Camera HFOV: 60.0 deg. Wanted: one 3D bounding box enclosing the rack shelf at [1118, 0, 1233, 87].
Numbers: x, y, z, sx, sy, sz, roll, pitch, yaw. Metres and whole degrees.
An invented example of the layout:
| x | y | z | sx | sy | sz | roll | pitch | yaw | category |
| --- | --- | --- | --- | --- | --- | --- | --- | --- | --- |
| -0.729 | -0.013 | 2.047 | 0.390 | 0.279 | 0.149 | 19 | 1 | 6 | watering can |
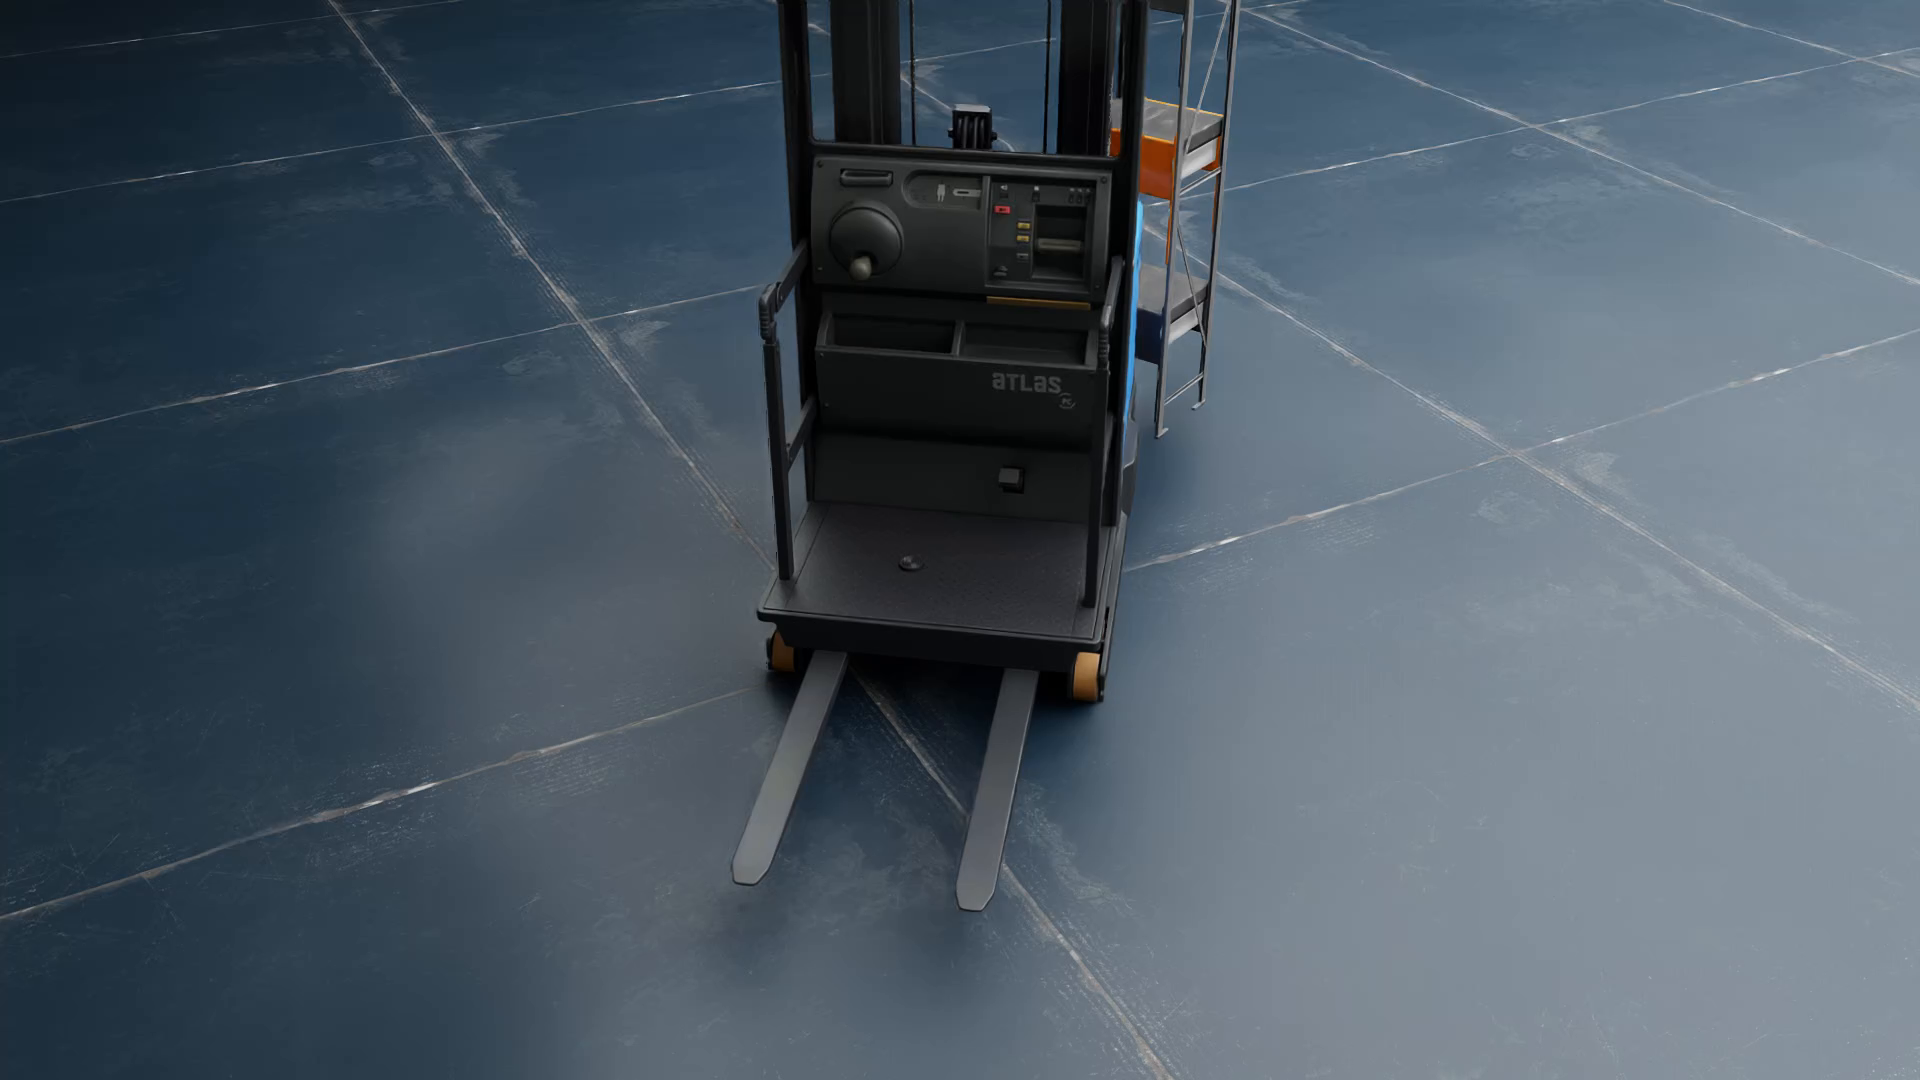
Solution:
| x | y | z | sx | sy | sz | roll | pitch | yaw | category |
| --- | --- | --- | --- | --- | --- | --- | --- | --- | --- |
| 0.736 | -2.048 | 6.227 | 0.480 | 0.518 | 0.431 | 22 | 38 | 30 | rack shelf |

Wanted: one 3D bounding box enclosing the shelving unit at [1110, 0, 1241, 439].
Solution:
| x | y | z | sx | sy | sz | roll | pitch | yaw | category |
| --- | --- | --- | --- | --- | --- | --- | --- | --- | --- |
| 0.736 | -1.470 | 6.598 | 0.503 | 2.100 | 0.431 | 22 | 38 | 30 | shelving unit |

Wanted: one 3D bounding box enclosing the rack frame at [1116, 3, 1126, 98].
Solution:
| x | y | z | sx | sy | sz | roll | pitch | yaw | category |
| --- | --- | --- | --- | --- | --- | --- | --- | --- | --- |
| 0.539 | -1.547 | 6.719 | 0.015 | 2.100 | 0.400 | 22 | 38 | 30 | rack frame |

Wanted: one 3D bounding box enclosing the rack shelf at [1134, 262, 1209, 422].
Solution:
| x | y | z | sx | sy | sz | roll | pitch | yaw | category |
| --- | --- | --- | --- | --- | --- | --- | --- | --- | --- |
| 0.736 | -0.869 | 6.982 | 0.480 | 0.518 | 0.431 | 22 | 38 | 30 | rack shelf |

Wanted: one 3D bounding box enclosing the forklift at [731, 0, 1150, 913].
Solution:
| x | y | z | sx | sy | sz | roll | pitch | yaw | category |
| --- | --- | --- | --- | --- | --- | --- | --- | --- | --- |
| -0.034 | -0.914 | 4.960 | 1.130 | 2.935 | 3.031 | 5 | 33 | 8 | forklift |

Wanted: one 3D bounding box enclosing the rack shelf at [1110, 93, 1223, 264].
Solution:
| x | y | z | sx | sy | sz | roll | pitch | yaw | category |
| --- | --- | --- | --- | --- | --- | --- | --- | --- | --- |
| 0.736 | -1.458 | 6.605 | 0.480 | 0.518 | 0.431 | 22 | 38 | 30 | rack shelf |

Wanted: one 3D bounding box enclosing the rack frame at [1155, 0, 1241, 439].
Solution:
| x | y | z | sx | sy | sz | roll | pitch | yaw | category |
| --- | --- | --- | --- | --- | --- | --- | --- | --- | --- |
| 0.933 | -1.392 | 6.476 | 0.015 | 2.100 | 0.400 | 22 | 38 | 30 | rack frame |
